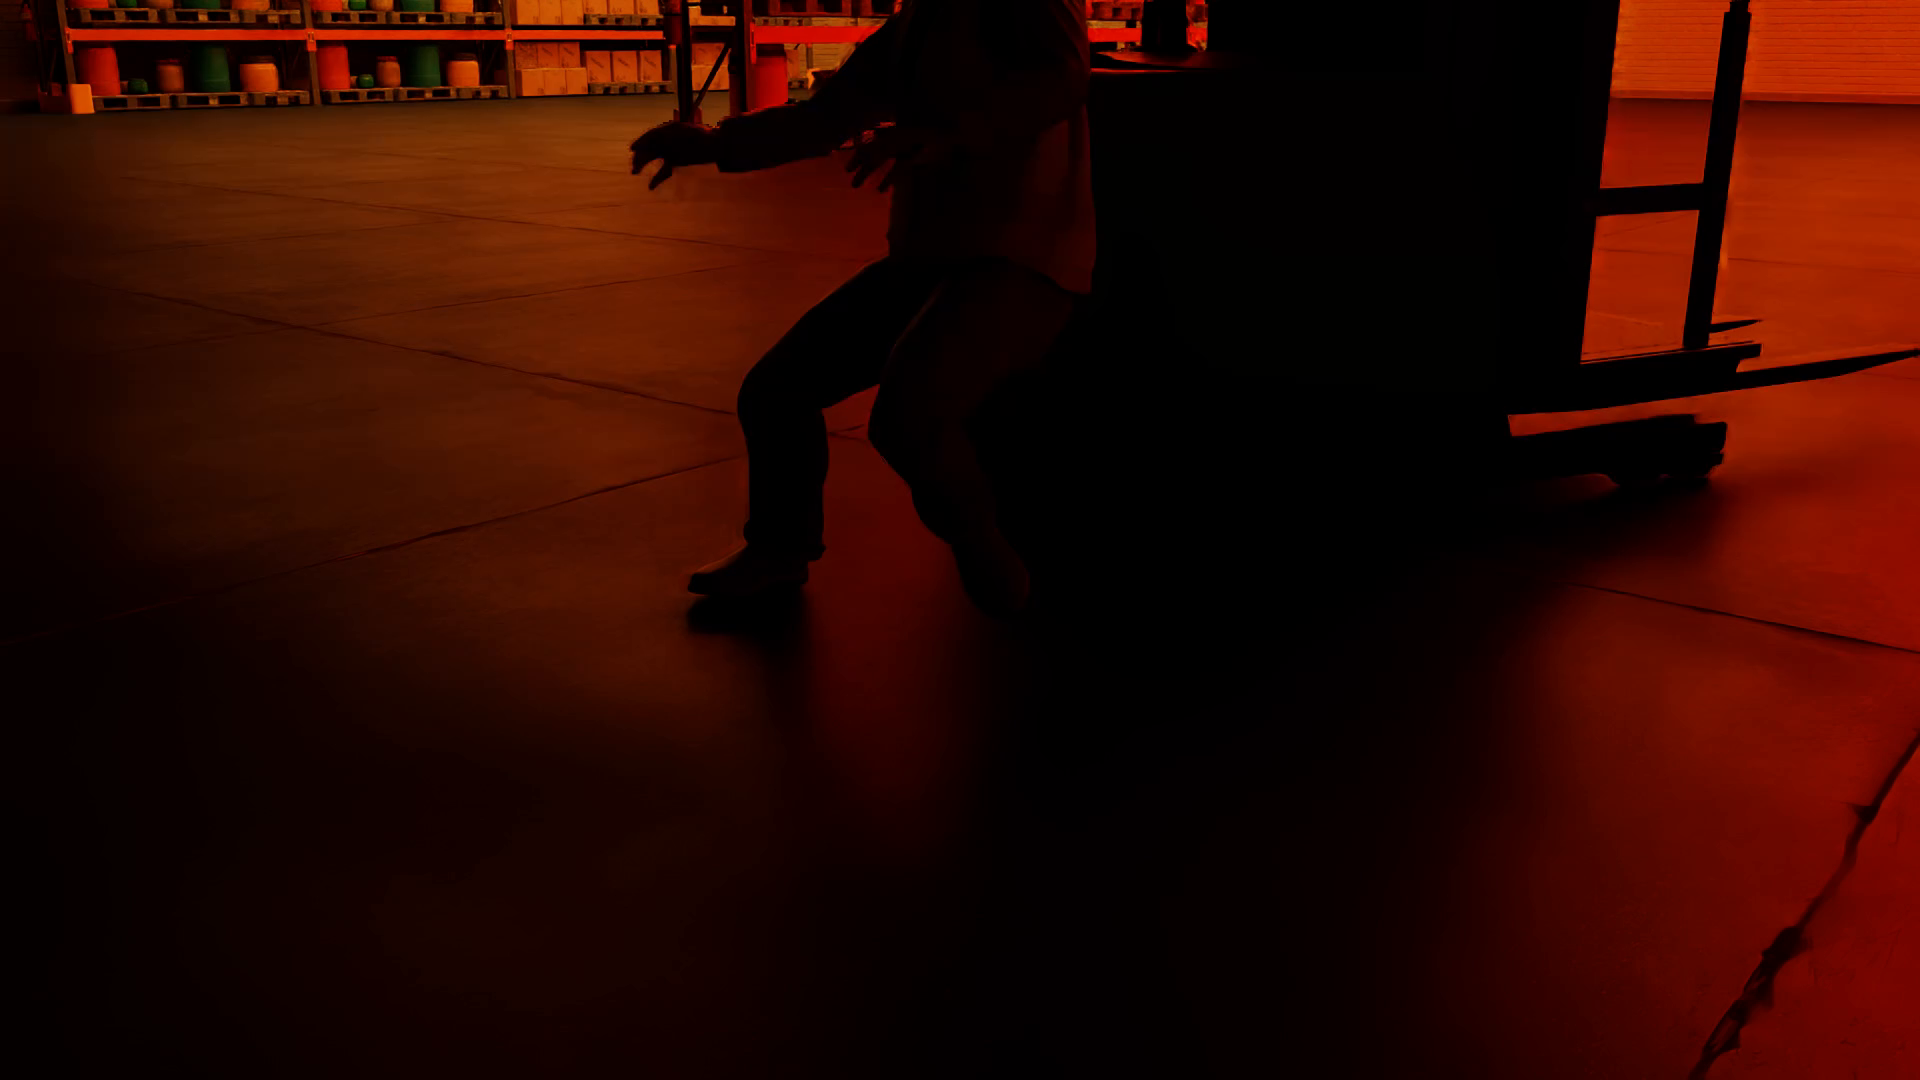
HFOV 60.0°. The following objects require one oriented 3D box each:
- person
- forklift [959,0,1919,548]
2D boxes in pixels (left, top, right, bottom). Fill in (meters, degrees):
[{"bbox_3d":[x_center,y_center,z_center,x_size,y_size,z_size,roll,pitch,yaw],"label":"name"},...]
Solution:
[{"bbox_3d":[-0.161,-0.565,3.112,0.781,1.570,0.875,-10,20,-30],"label":"person"},{"bbox_3d":[1.483,-1.665,4.380,3.031,2.935,1.130,-8,19,-26],"label":"forklift"}]
